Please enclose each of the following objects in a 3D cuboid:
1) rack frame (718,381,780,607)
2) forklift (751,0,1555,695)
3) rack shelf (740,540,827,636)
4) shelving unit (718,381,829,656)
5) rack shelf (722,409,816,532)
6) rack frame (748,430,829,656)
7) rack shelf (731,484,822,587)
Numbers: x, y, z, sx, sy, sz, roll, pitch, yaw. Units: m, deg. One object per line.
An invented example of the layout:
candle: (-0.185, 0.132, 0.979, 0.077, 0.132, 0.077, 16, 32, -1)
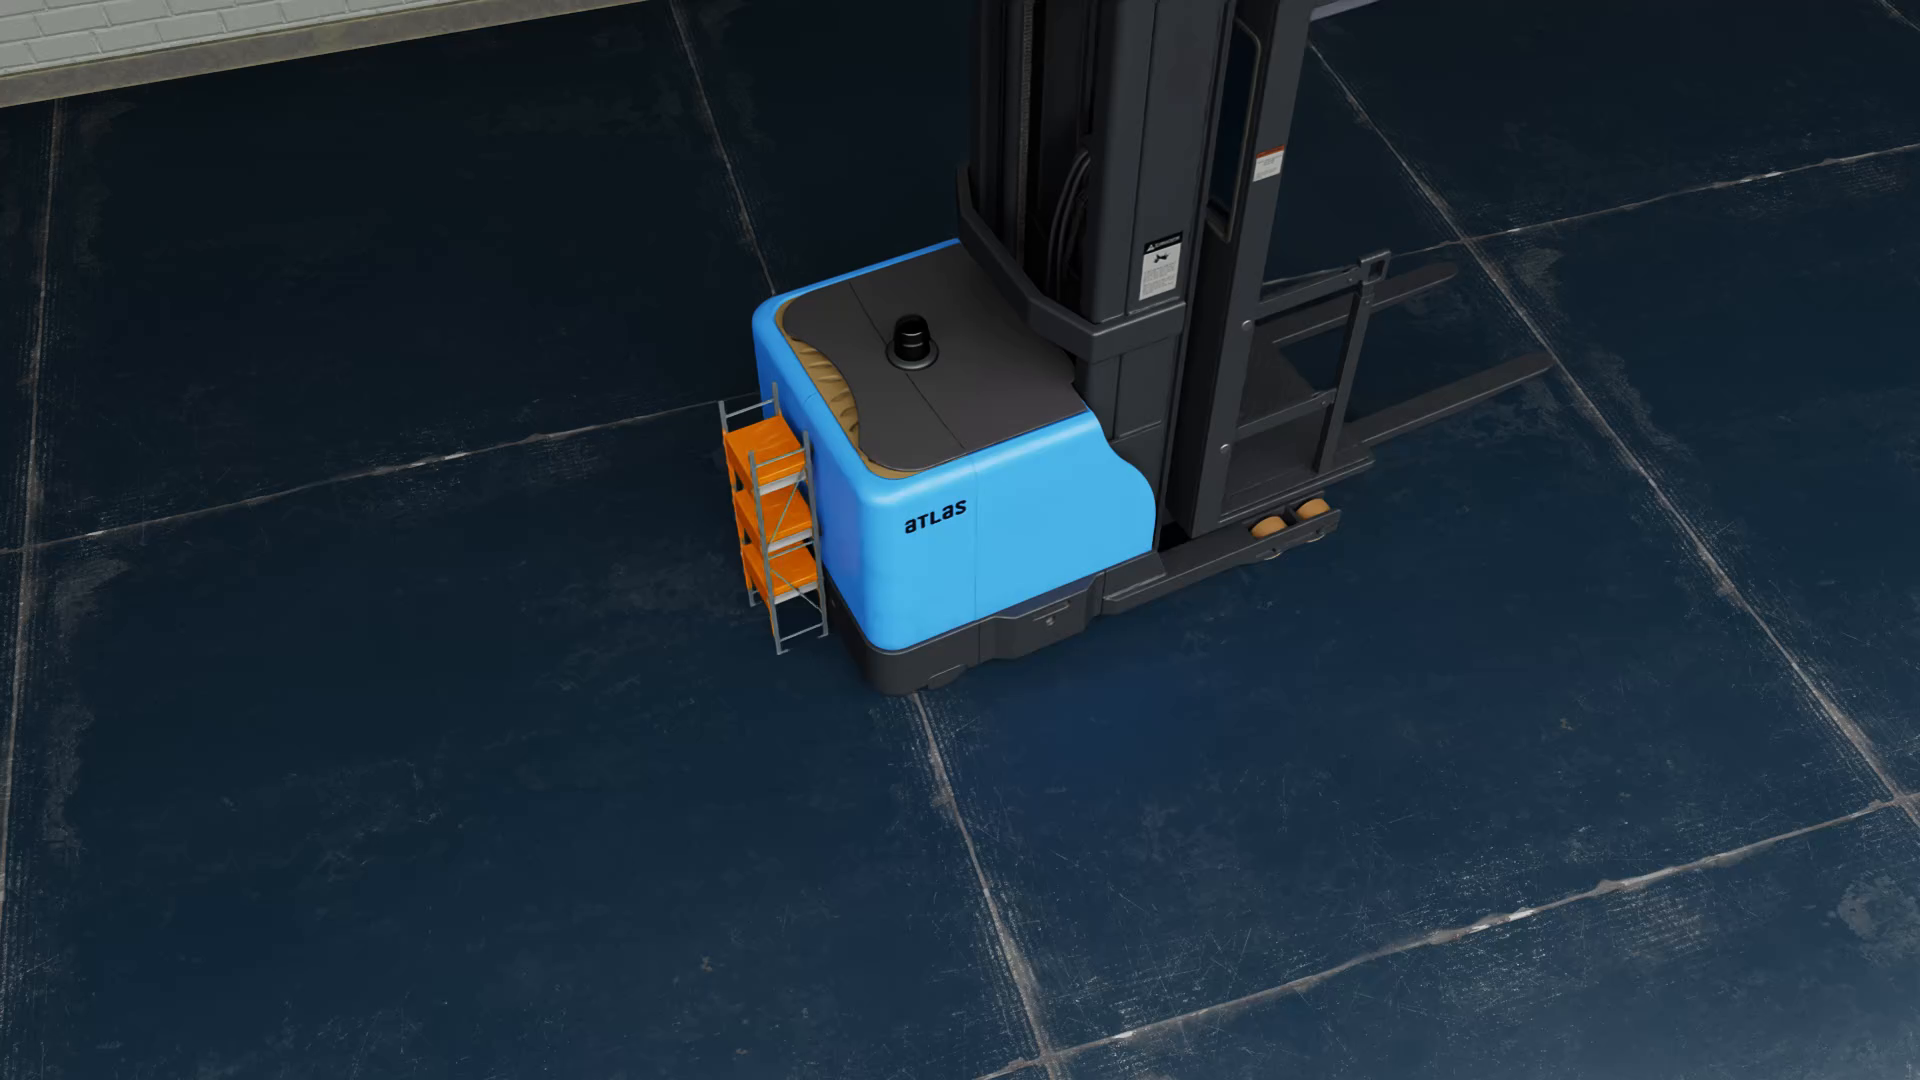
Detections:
rack frame: (-0.674, -0.131, 5.674, 0.200, 1.050, 0.008, -22, 53, -17)
forklift: (0.845, -1.214, 5.356, 3.031, 2.935, 1.130, -21, 53, -17)
rack shelf: (-0.618, 0.137, 5.825, 0.215, 0.259, 0.240, -22, 53, -17)
shelving unit: (-0.618, -0.049, 5.604, 0.215, 1.050, 0.252, -22, 53, -17)
rack shelf: (-0.618, -0.225, 5.396, 0.215, 0.259, 0.240, -22, 53, -17)
rack frame: (-0.561, 0.034, 5.535, 0.200, 1.050, 0.008, -22, 53, -17)
rack shelf: (-0.618, -0.042, 5.612, 0.215, 0.259, 0.240, -22, 53, -17)
